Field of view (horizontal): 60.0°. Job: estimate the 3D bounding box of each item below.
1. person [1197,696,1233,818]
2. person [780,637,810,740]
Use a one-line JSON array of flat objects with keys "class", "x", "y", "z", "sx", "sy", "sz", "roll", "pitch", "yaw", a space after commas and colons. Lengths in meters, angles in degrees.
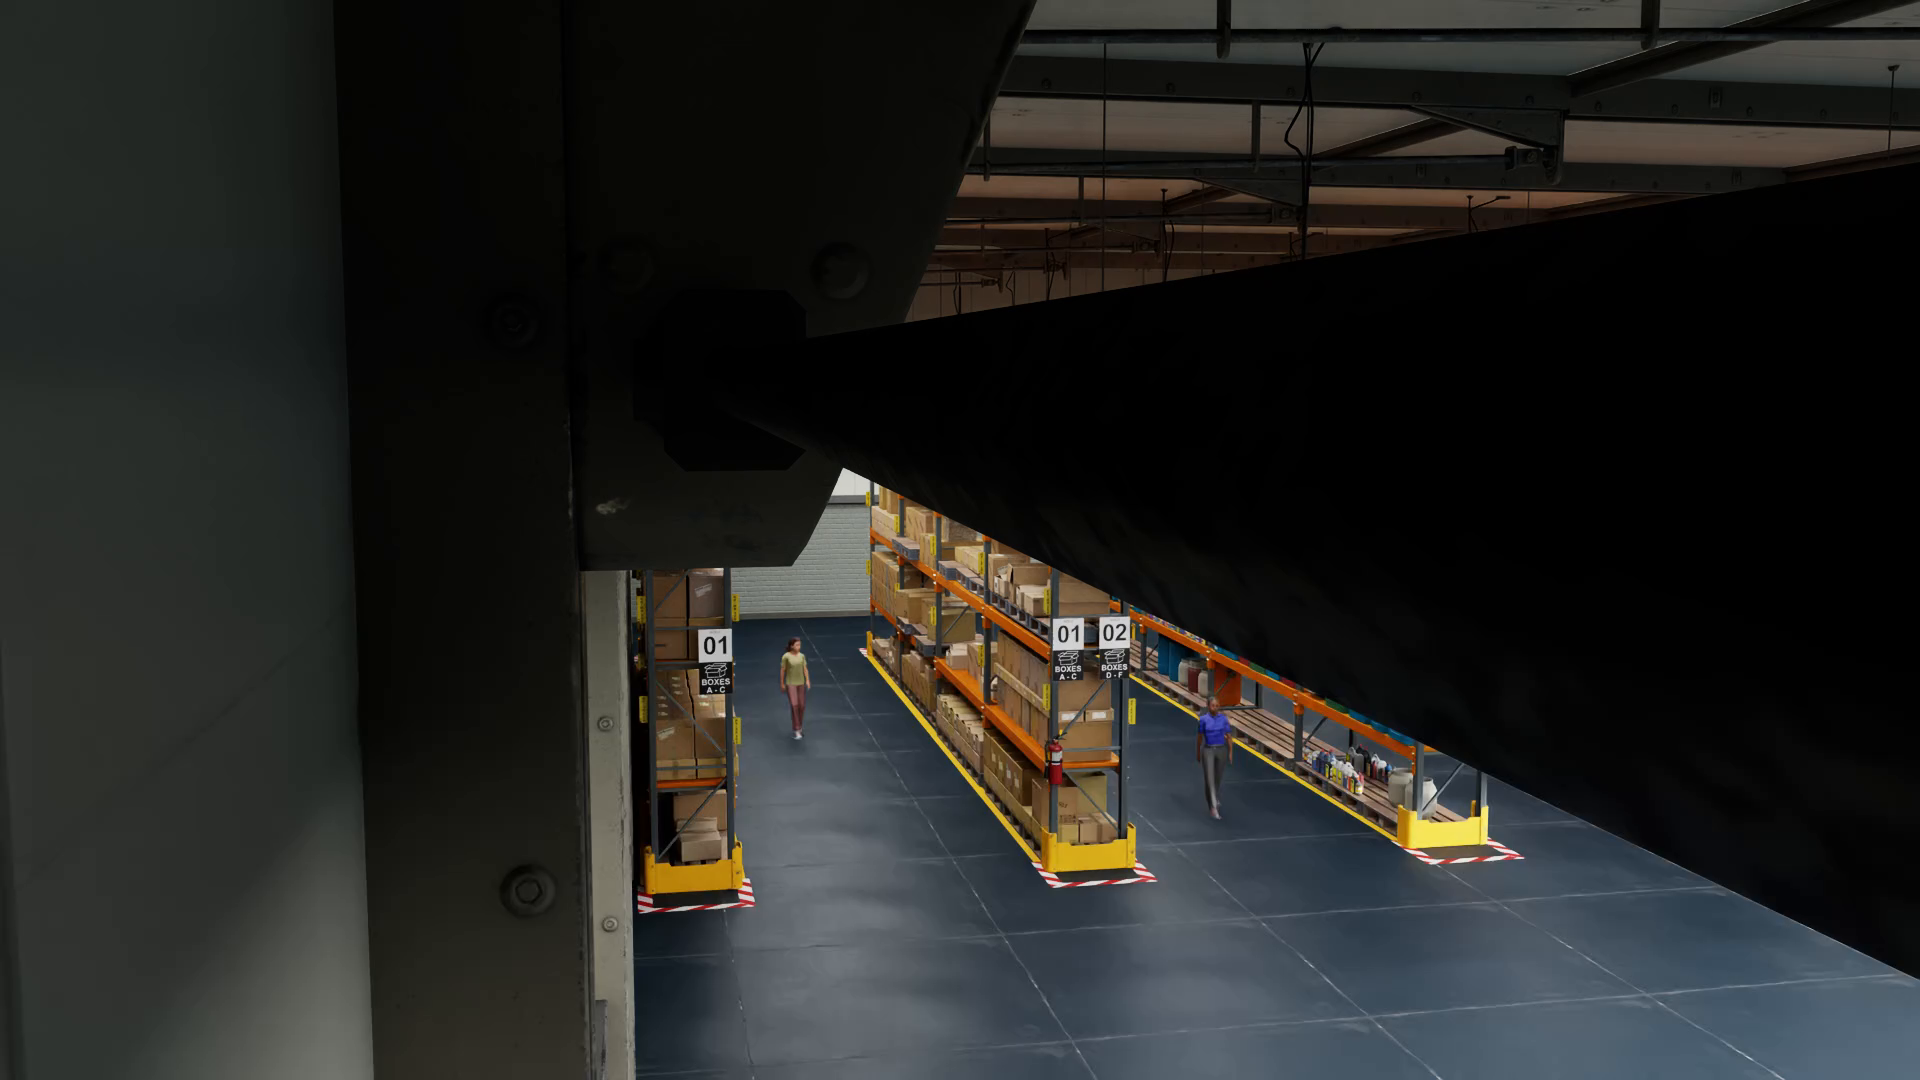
[{"class": "person", "x": 3.637, "y": 3.048, "z": 23.628, "sx": 0.468, "sy": 1.636, "sz": 0.837, "roll": -1, "pitch": 6, "yaw": -6}, {"class": "person", "x": -2.773, "y": 2.531, "z": 28.567, "sx": 0.463, "sy": 1.686, "sz": 0.692, "roll": -4, "pitch": 7, "yaw": -32}]
